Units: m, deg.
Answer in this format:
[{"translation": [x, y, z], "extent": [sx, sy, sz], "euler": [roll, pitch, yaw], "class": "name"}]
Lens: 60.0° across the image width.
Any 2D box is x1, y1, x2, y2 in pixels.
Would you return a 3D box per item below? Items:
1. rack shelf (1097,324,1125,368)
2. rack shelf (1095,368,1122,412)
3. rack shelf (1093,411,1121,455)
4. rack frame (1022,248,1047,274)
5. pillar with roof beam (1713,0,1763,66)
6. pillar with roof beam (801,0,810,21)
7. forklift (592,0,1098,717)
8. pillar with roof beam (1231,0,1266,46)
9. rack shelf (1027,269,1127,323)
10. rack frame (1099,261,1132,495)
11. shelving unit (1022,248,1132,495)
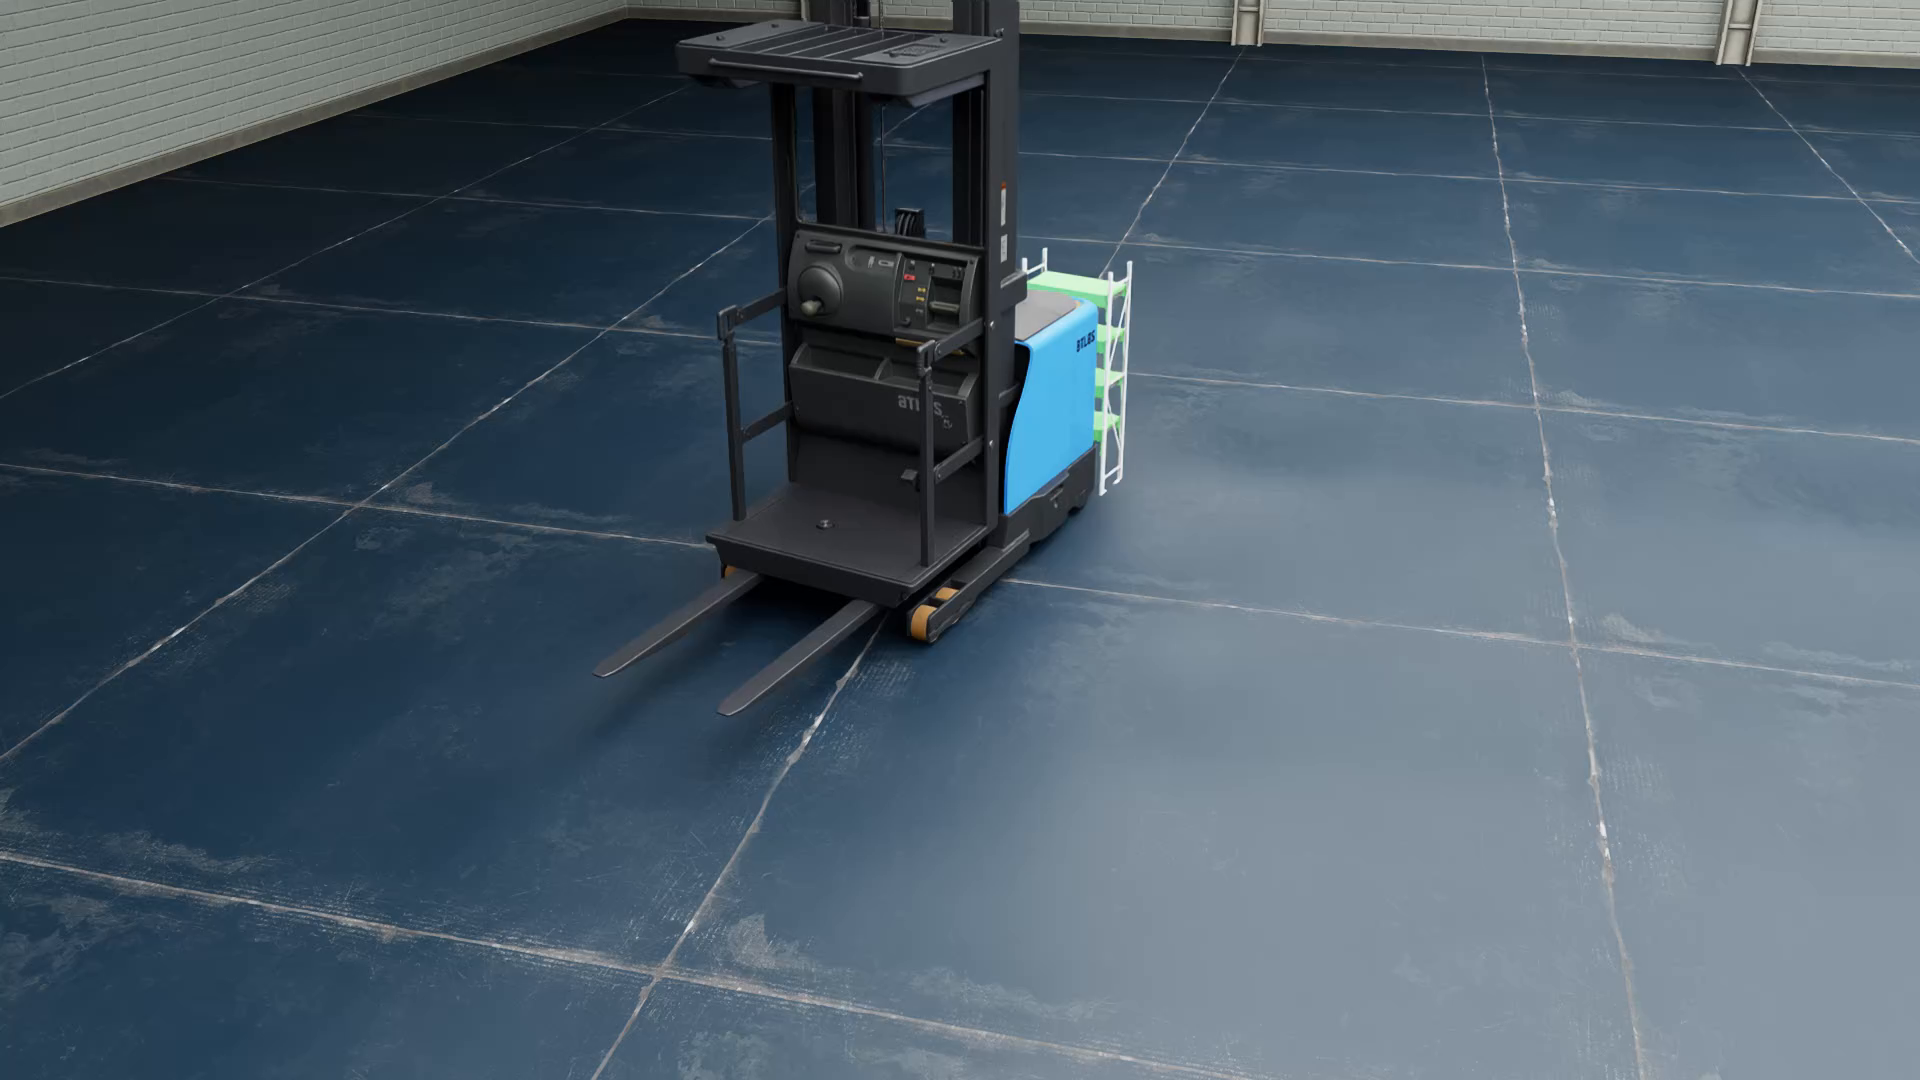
[{"translation": [0.593, -1.038, 8.623], "extent": [0.480, 0.148, 0.258], "euler": [14, 29, 27], "class": "rack shelf"}, {"translation": [0.592, -0.821, 8.725], "extent": [0.480, 0.148, 0.258], "euler": [14, 29, 27], "class": "rack shelf"}, {"translation": [0.592, -0.604, 8.828], "extent": [0.480, 0.148, 0.258], "euler": [14, 29, 27], "class": "rack shelf"}, {"translation": [0.382, -0.932, 8.810], "extent": [0.015, 1.200, 0.240], "euler": [14, 29, 27], "class": "rack frame"}, {"translation": [8.553, -8.223, 15.053], "extent": [0.400, 9.000, 9.100], "euler": [6, 26, 13], "class": "pillar with roof beam"}, {"translation": [-3.069, -9.508, 17.751], "extent": [0.400, 9.000, 9.100], "euler": [6, 26, 13], "class": "pillar with roof beam"}, {"translation": [-0.447, -1.093, 7.135], "extent": [1.130, 2.935, 3.031], "euler": [13, 28, 26], "class": "forklift"}, {"translation": [2.742, -8.865, 16.402], "extent": [0.400, 9.000, 9.100], "euler": [6, 26, 13], "class": "pillar with roof beam"}, {"translation": [0.593, -1.255, 8.520], "extent": [0.480, 0.148, 0.258], "euler": [14, 29, 27], "class": "rack shelf"}, {"translation": [0.802, -0.825, 8.586], "extent": [0.015, 1.200, 0.240], "euler": [14, 29, 27], "class": "rack frame"}, {"translation": [0.592, -0.878, 8.698], "extent": [0.503, 1.200, 0.258], "euler": [14, 29, 27], "class": "shelving unit"}]
